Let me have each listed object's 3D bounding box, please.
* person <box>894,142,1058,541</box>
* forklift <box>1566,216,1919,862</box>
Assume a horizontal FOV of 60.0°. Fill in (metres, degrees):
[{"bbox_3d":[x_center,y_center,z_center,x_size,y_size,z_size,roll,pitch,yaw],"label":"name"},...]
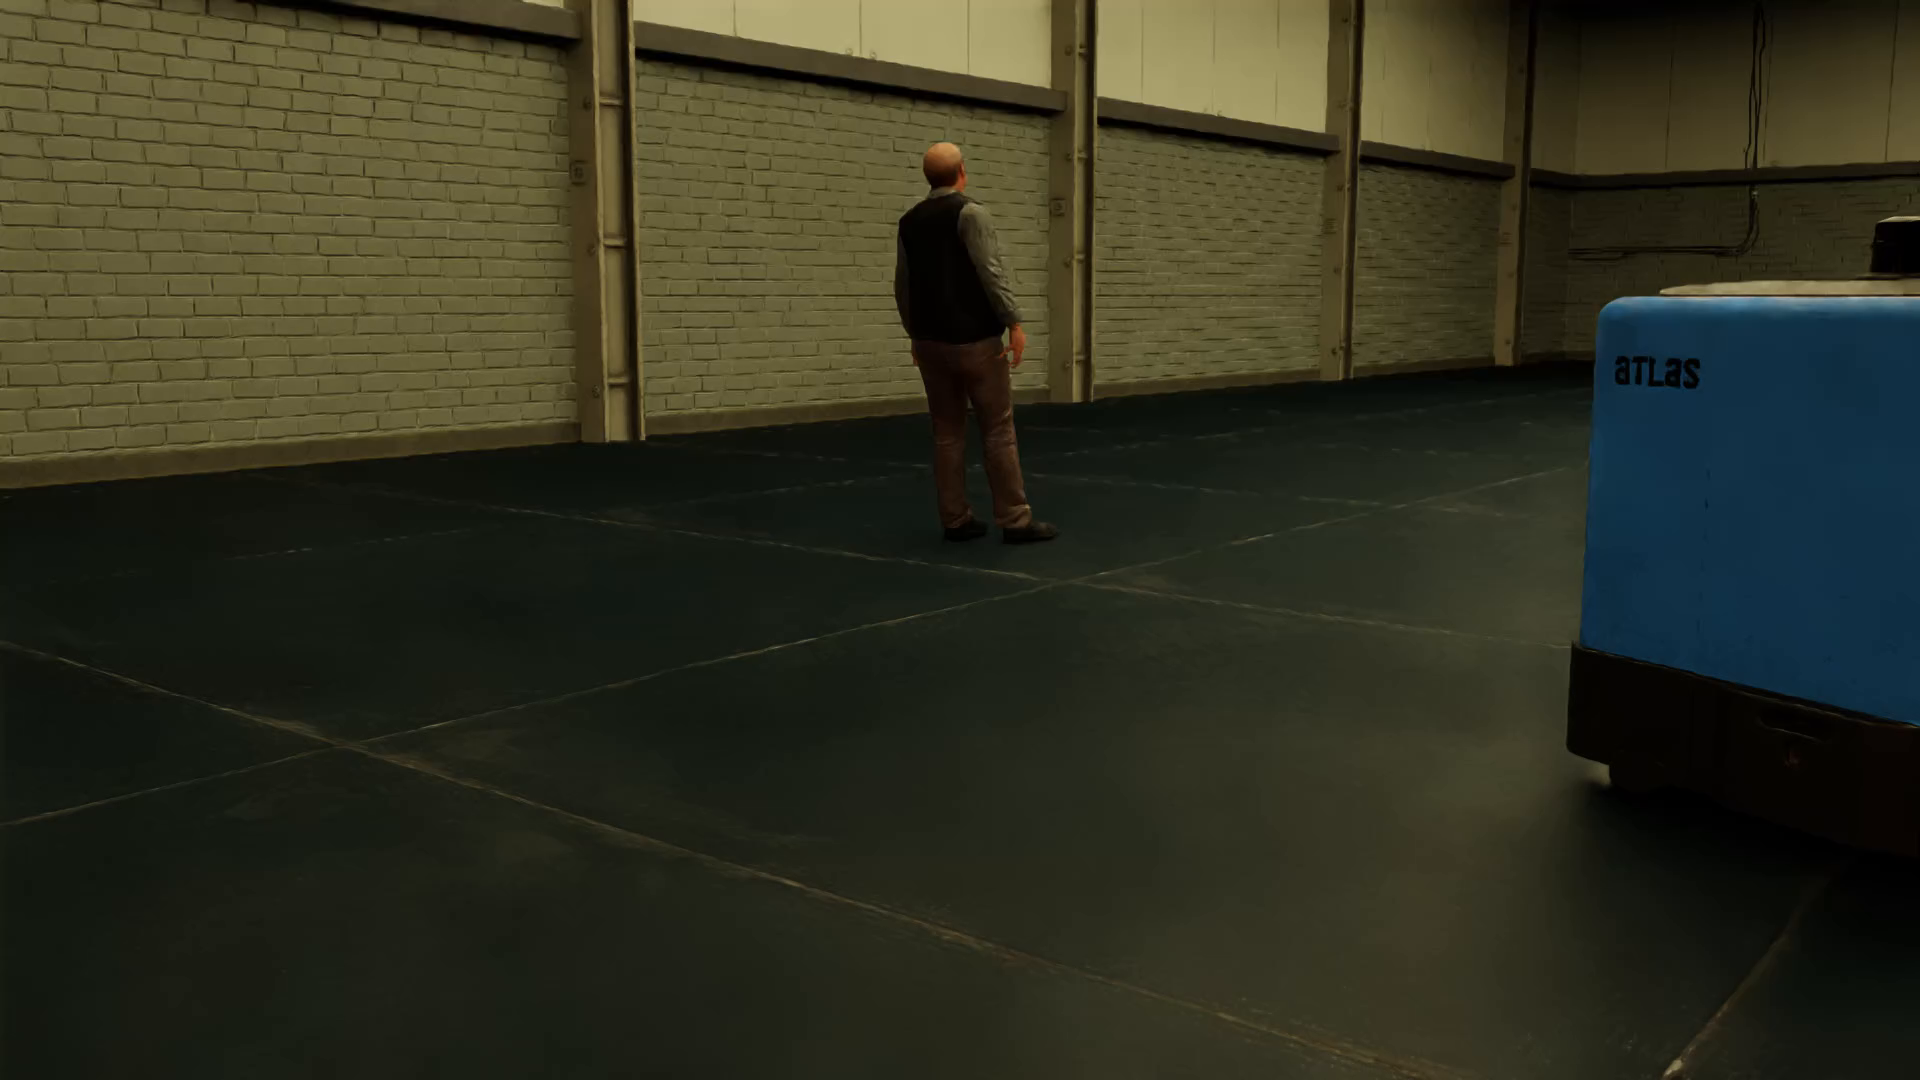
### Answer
[{"bbox_3d":[0.046,-0.865,7.322,0.632,1.720,0.567,7,11,38],"label":"person"},{"bbox_3d":[2.479,-0.756,2.450,1.130,2.935,3.031,-4,9,-27],"label":"forklift"}]
